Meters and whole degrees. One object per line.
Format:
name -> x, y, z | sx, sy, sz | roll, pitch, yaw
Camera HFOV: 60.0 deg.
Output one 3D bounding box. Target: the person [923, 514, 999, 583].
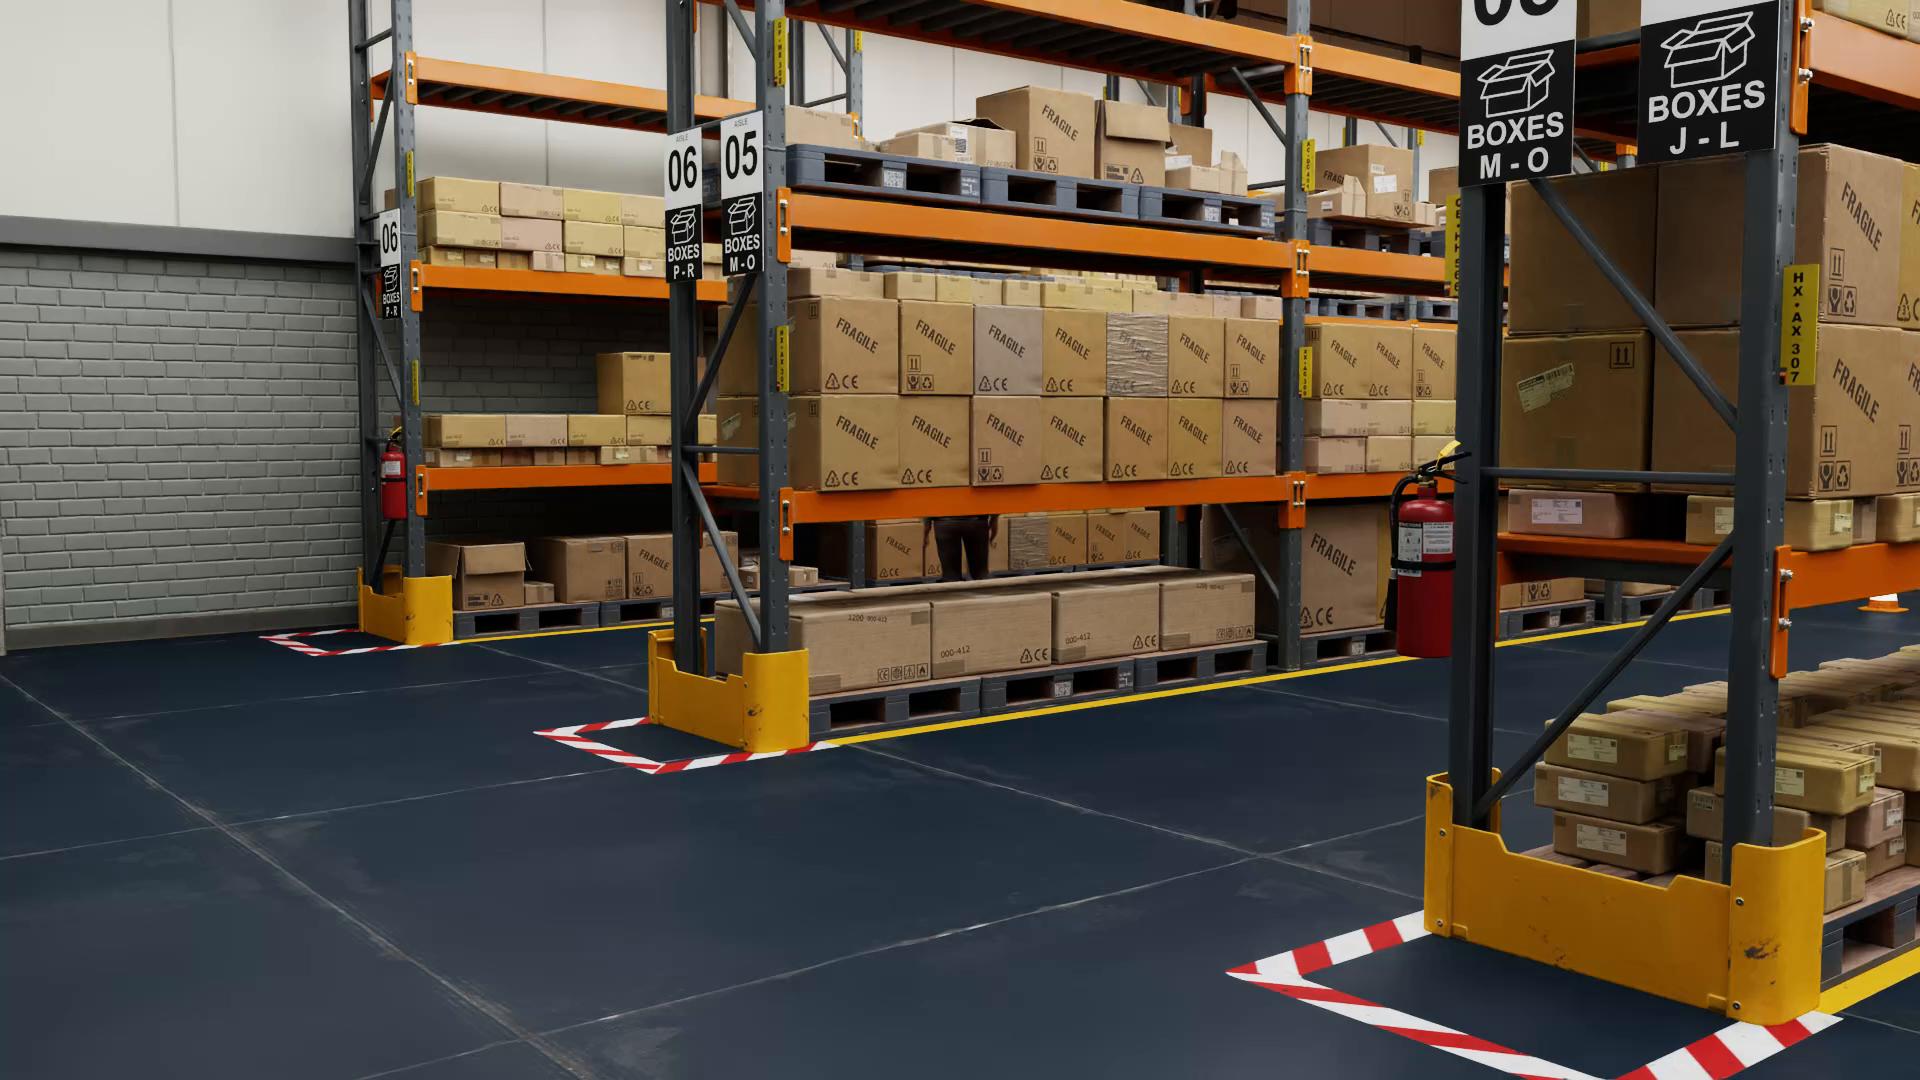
person -> 0.007, -0.088, 12.576 | 0.611, 1.778, 0.415 | -1, 4, -12
